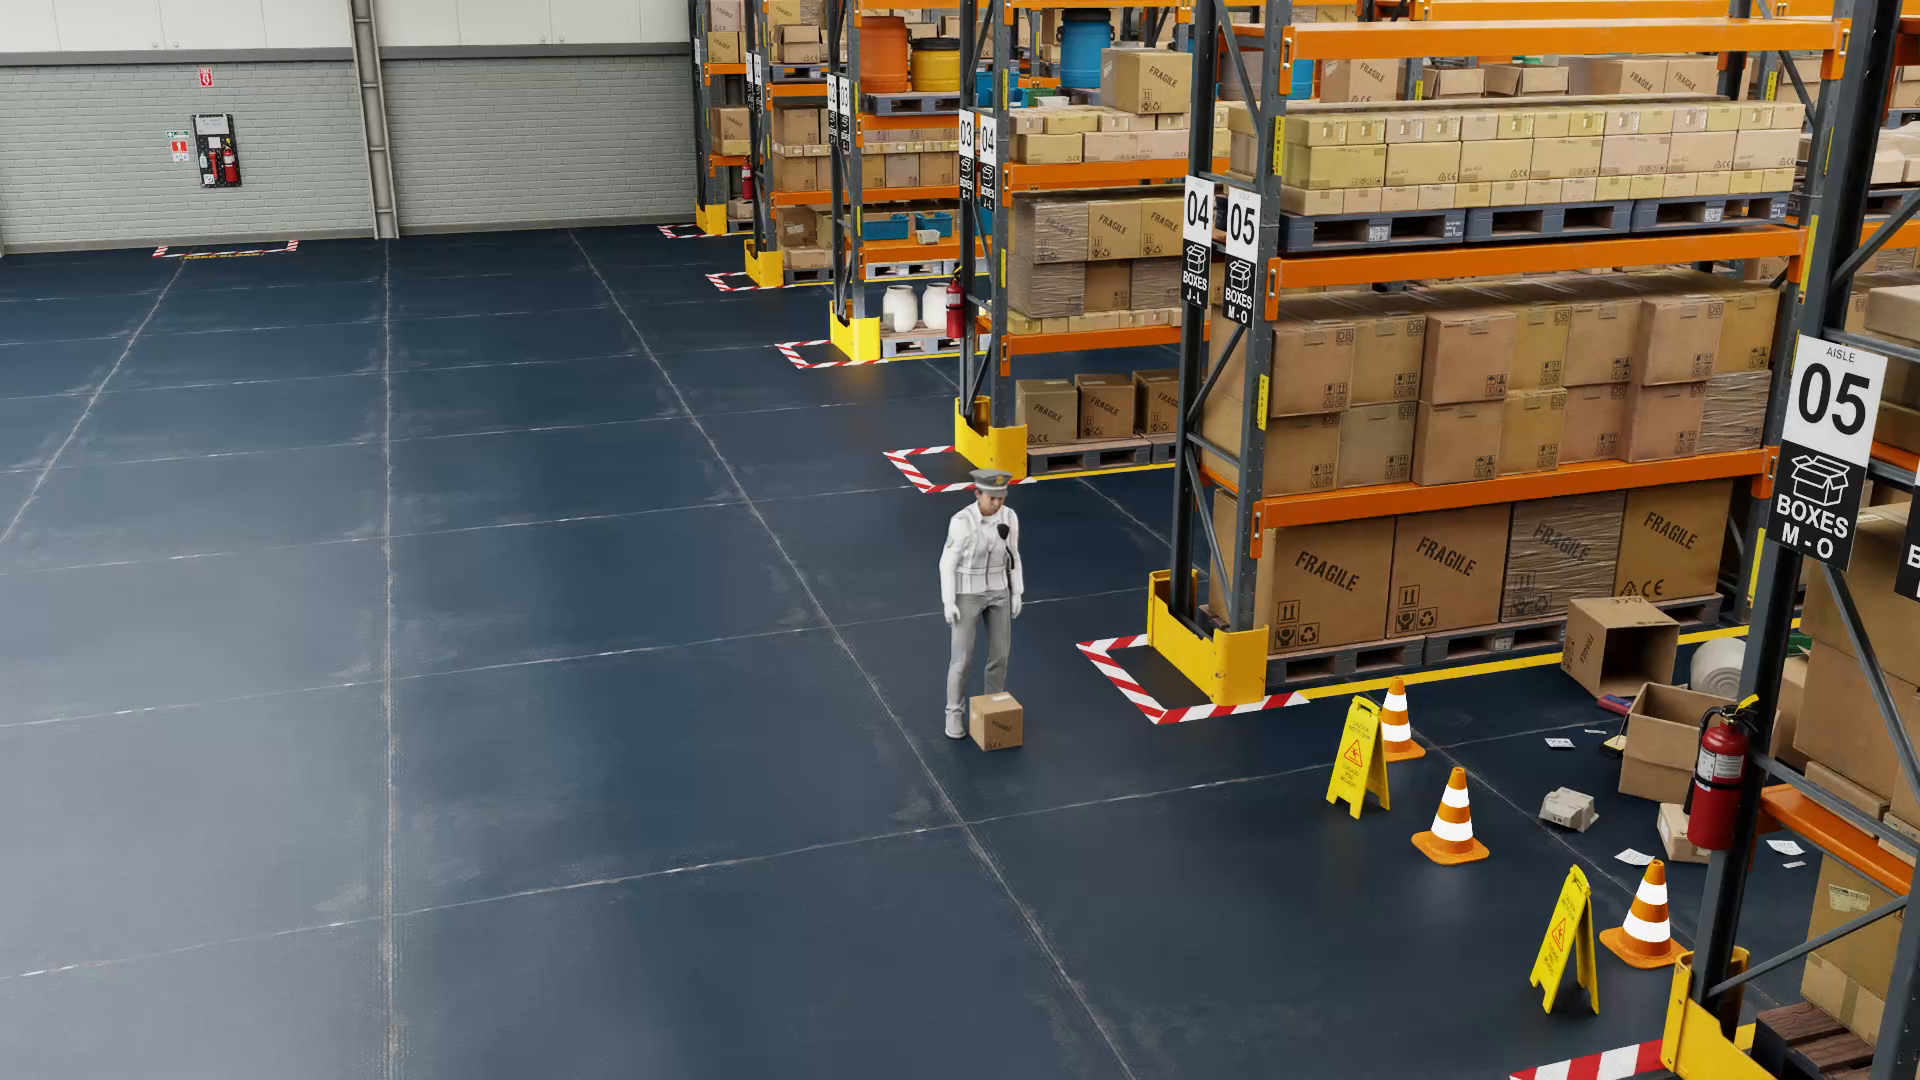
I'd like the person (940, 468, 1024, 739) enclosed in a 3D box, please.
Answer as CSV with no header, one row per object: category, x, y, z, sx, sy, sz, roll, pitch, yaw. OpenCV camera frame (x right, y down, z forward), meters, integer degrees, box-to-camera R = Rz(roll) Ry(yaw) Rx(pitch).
person,0.138,0.356,10.051,0.537,1.661,0.373,-7,21,-20
